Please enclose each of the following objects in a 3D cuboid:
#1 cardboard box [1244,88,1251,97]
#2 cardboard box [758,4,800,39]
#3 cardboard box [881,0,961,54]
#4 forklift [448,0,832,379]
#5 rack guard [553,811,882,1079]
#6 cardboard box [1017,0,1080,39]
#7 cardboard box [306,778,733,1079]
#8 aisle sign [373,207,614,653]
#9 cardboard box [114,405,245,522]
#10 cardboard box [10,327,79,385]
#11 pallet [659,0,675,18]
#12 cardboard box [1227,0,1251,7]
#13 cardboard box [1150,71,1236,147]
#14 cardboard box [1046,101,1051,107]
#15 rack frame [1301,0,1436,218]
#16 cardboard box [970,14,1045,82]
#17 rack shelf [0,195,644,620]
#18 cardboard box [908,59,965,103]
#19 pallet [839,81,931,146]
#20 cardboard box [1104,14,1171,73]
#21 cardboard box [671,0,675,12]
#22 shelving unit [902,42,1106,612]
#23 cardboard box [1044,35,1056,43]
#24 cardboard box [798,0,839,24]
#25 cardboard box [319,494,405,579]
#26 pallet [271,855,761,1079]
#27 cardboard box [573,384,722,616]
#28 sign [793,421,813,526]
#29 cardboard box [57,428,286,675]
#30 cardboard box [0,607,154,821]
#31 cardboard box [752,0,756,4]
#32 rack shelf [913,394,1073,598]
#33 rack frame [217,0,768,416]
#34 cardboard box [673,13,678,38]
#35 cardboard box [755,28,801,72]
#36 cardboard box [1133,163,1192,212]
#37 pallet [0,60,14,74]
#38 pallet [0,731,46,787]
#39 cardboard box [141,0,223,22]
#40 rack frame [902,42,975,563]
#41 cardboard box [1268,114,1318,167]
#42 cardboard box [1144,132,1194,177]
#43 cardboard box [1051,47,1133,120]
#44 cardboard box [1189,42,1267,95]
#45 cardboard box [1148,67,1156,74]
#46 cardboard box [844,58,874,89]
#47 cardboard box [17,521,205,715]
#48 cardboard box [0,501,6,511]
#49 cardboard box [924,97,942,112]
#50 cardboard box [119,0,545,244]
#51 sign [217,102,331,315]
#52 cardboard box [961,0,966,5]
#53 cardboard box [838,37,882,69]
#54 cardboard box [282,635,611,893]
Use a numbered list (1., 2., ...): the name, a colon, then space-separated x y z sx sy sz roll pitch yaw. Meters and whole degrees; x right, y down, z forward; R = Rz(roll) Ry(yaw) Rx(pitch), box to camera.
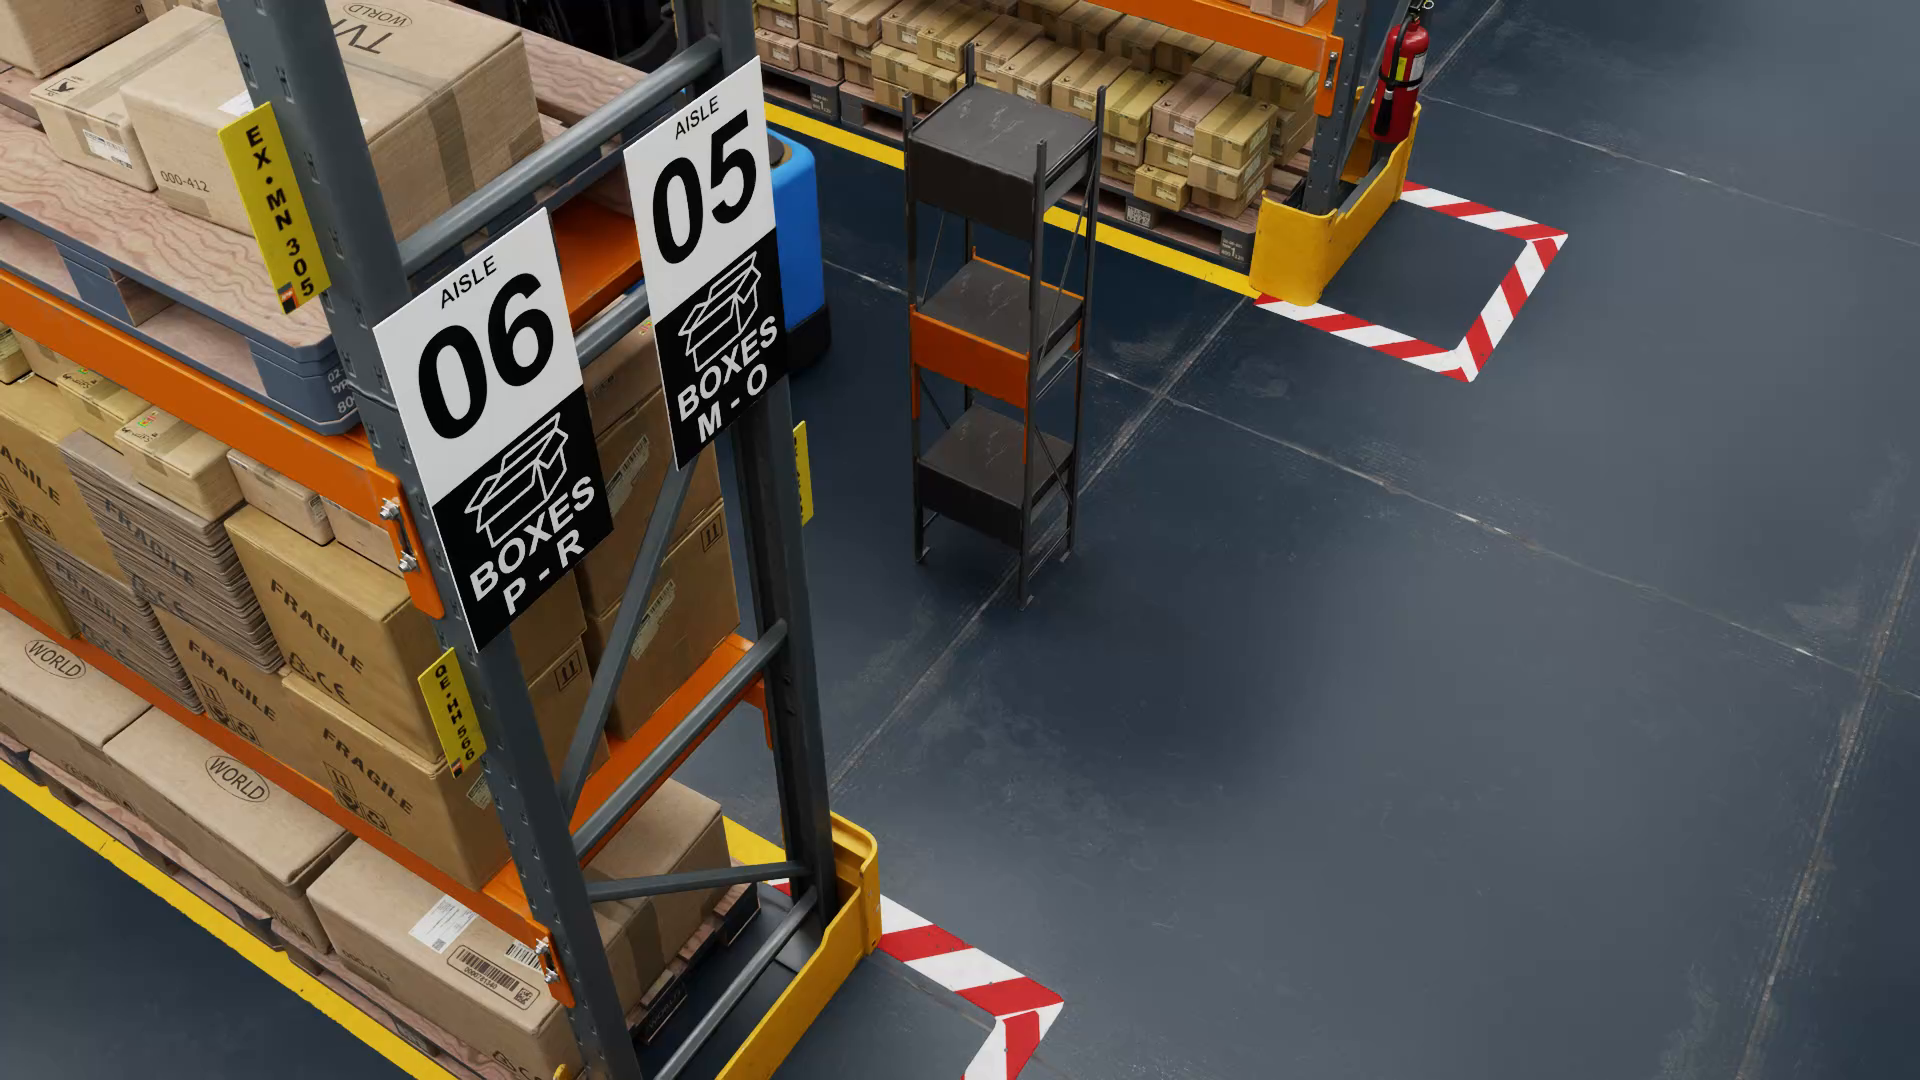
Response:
1. cardboard box: 1.374 -2.268 8.350 0.250 0.149 0.380 24 51 22
2. cardboard box: -0.873 -2.869 8.934 0.250 0.149 0.380 24 51 22
3. cardboard box: -0.198 -2.663 8.526 0.250 0.149 0.380 23 50 21
4. forklift: -2.038 -2.276 6.918 3.031 2.935 1.130 31 53 26
5. rack guard: -0.691 1.394 5.047 0.348 0.500 1.175 25 51 22
6. cardboard box: 0.500 -2.779 8.639 0.250 0.149 0.380 25 51 23
7. cardboard box: -1.321 1.065 5.117 0.875 0.438 0.875 23 50 21
8. aisle sign: -0.818 -0.177 3.018 0.004 0.787 0.394 25 51 22
9. cardboard box: -1.611 -0.246 3.679 0.250 0.149 0.380 24 51 22
10. cardboard box: -1.982 -0.513 3.938 0.250 0.149 0.380 24 51 22
11. pallet: -2.147 -3.391 9.898 1.213 0.211 1.003 25 51 22
12. cardboard box: 1.260 -2.501 7.263 0.250 0.149 0.380 25 51 22
13. cardboard box: 1.113 -2.058 7.938 0.250 0.149 0.380 26 51 23
14. cardboard box: 0.396 -2.195 8.279 0.250 0.149 0.380 25 51 23
15. rack frame: 1.876 -2.514 7.101 0.127 3.000 1.000 25 51 22
16. cardboard box: 0.225 -2.459 8.328 0.250 0.149 0.380 23 50 21
17. rack shelf: -2.395 -1.055 4.094 4.000 0.370 1.077 25 51 22
18. cardboard box: -0.056 -2.395 8.474 0.250 0.149 0.380 25 51 22
19. pallet: 0.125 -2.380 8.915 1.213 0.211 1.003 25 51 22
20. cardboard box: 0.925 -2.537 8.404 0.250 0.149 0.380 22 50 20
21. cardboard box: -1.359 -2.985 9.047 0.250 0.149 0.380 27 52 24
22. shelving unit: 0.139 -0.668 5.935 0.503 2.100 0.431 25 51 22
23. cardboard box: 0.437 -2.600 8.672 0.250 0.149 0.380 27 52 24
24. cardboard box: -0.642 -2.866 8.724 0.250 0.149 0.380 23 50 21
25. cardboard box: -1.121 -0.114 3.550 0.250 0.149 0.380 25 51 23
26. pallet: -1.427 1.223 5.414 1.213 0.211 1.003 25 51 22
27. cardboard box: -0.961 -0.227 4.112 0.500 0.500 0.500 24 50 21
28. sign: -0.407 -0.148 4.144 0.005 0.325 0.100 25 51 22
29. cardboard box: -1.701 -0.097 3.986 0.500 0.500 0.500 25 51 22
30. cardboard box: -2.854 0.366 5.797 0.875 0.438 0.875 23 50 21
31. cardboard box: -1.113 -3.022 8.875 0.250 0.149 0.380 27 52 24
32. rack shelf: 0.139 -0.170 6.446 0.480 0.518 0.431 25 51 22
33. rack frame: -0.711 -1.577 2.008 0.127 3.000 1.000 25 51 22
34. cardboard box: -1.358 -2.880 9.152 0.250 0.149 0.380 23 50 20
35. cardboard box: -0.897 -2.712 8.989 0.250 0.149 0.380 24 51 22
36. cardboard box: 1.049 -1.783 8.086 0.250 0.149 0.380 26 51 23
37. pallet: -2.372 -1.253 3.847 1.213 0.211 1.003 25 51 22
38. pallet: -3.480 0.279 6.332 1.213 0.211 1.003 25 51 22
39. cardboard box: -1.503 -1.185 3.531 0.250 0.149 0.380 26 51 23
40. rack frame: -0.066 -0.762 6.026 0.015 2.100 0.400 25 51 22
41. cardboard box: 1.608 -2.062 8.358 0.250 0.149 0.380 26 51 23
42. cardboard box: 1.087 -1.936 8.027 0.250 0.149 0.380 24 50 21
43. cardboard box: 0.643 -2.220 8.096 0.250 0.149 0.380 23 50 21
44. cardboard box: 1.321 -2.316 8.189 0.250 0.149 0.380 26 51 23
45. cardboard box: 0.962 -2.474 8.550 0.250 0.149 0.380 26 51 23
46. cardboard box: -0.411 -2.561 8.842 0.250 0.149 0.380 23 50 21
47. cardboard box: -2.113 0.055 4.535 0.500 0.500 0.500 26 51 23
48. cardboard box: -2.538 -0.486 4.364 0.500 0.500 0.500 24 51 22
49. cardboard box: 0.019 -2.347 8.634 0.250 0.149 0.380 26 51 23
50. cardboard box: -1.139 -0.780 3.067 0.500 0.250 0.500 20 49 19
51. sign: -1.016 -0.490 2.481 0.005 0.325 0.100 25 51 22
52. cardboard box: 0.087 -2.981 8.836 0.250 0.149 0.380 23 50 21
53. cardboard box: -0.428 -2.642 8.713 0.250 0.149 0.380 27 52 24
54. cardboard box: -1.260 0.452 4.149 0.500 0.500 0.500 25 51 22
